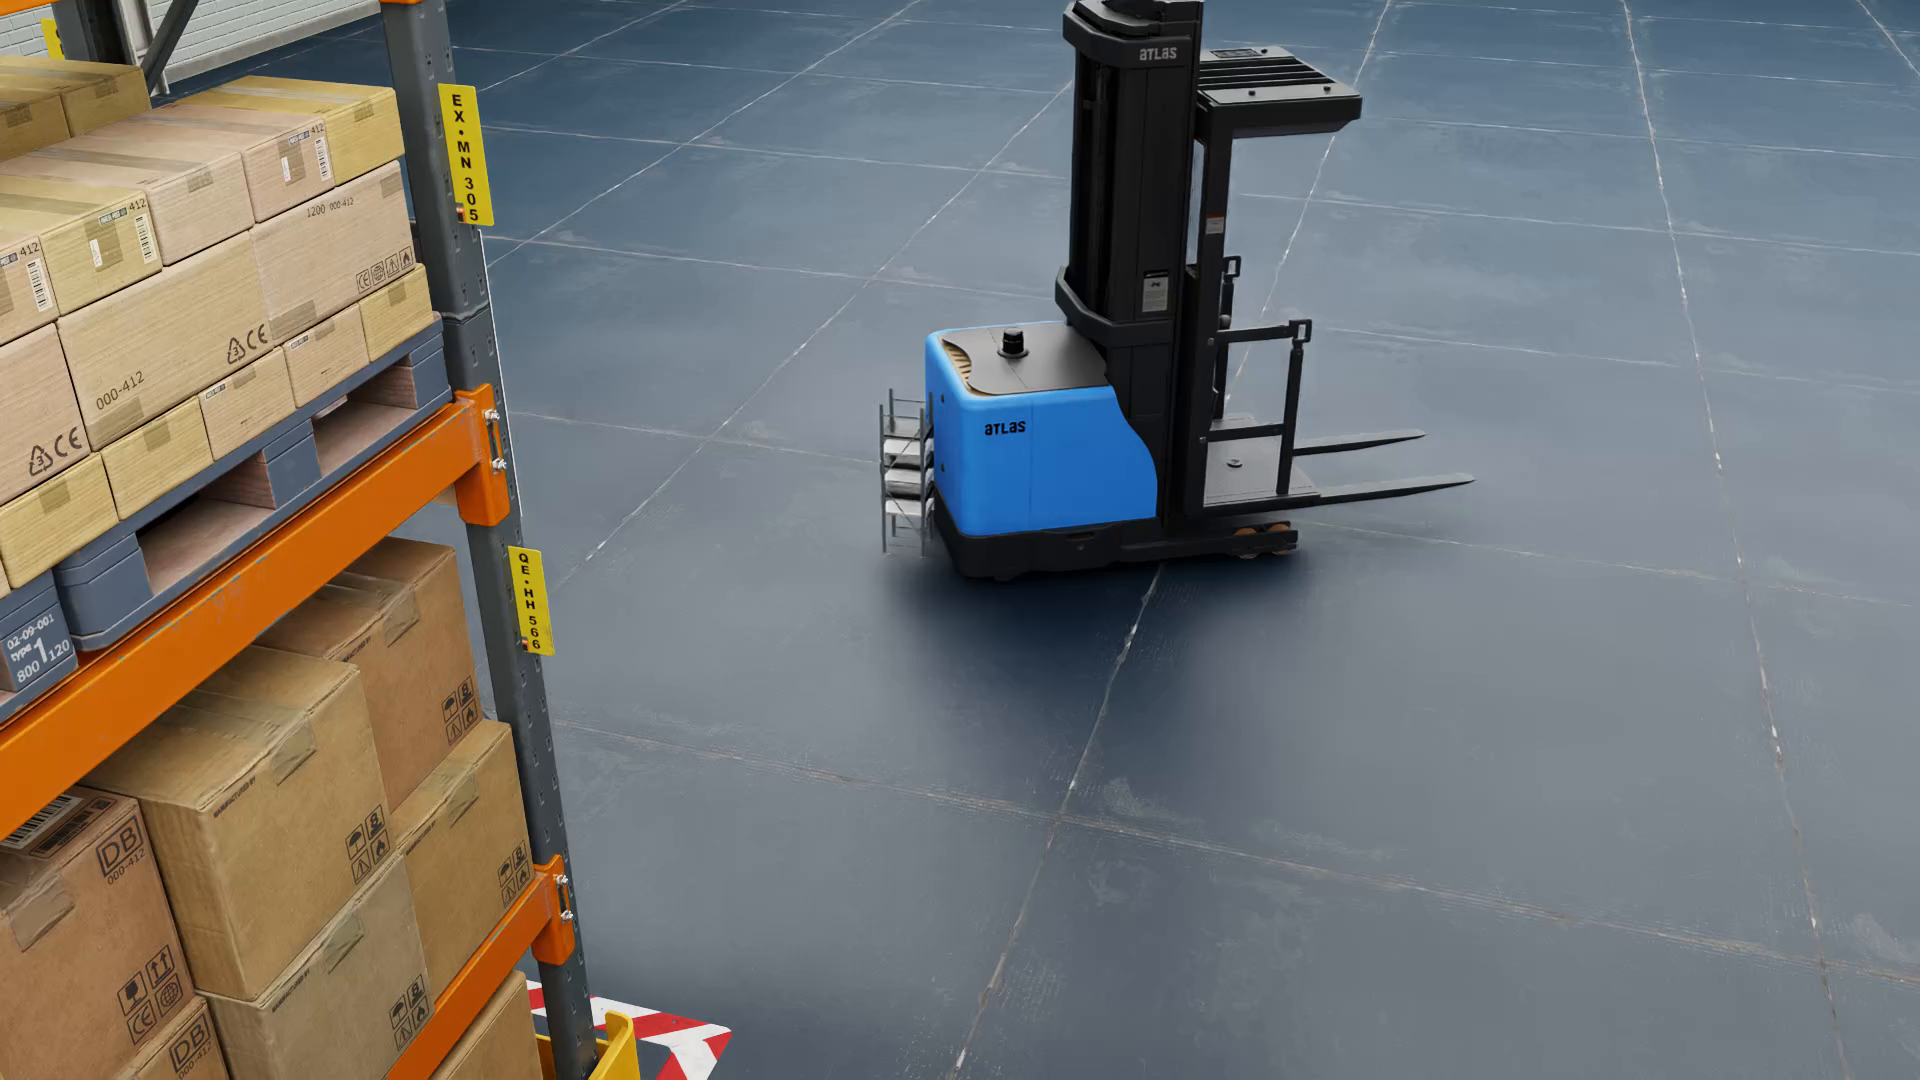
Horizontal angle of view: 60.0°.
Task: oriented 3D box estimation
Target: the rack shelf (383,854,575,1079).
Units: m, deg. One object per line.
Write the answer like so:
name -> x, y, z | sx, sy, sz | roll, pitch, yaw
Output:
rack shelf -> -2.246, 1.934, 3.427 | 1.077, 0.370, 4.000 | 8, 30, 15

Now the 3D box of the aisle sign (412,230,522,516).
aisle sign -> -1.352, -0.436, 4.273 | 0.394, 0.787, 0.004 | 8, 30, 15

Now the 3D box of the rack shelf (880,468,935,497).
rack shelf -> -0.283, -0.323, 8.973 | 0.258, 0.077, 0.200 | 6, 30, 11

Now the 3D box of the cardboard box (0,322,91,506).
cardboard box -> -1.832, -0.179, 2.714 | 0.500, 0.250, 0.500 | 8, 30, 15

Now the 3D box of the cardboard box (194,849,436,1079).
cardboard box -> -1.865, 1.063, 4.100 | 0.875, 0.550, 0.550 | 8, 30, 15

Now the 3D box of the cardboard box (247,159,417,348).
cardboard box -> -1.536, -0.645, 3.551 | 0.500, 0.250, 0.500 | 9, 30, 16

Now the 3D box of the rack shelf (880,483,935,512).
rack shelf -> -0.283, -0.244, 9.017 | 0.258, 0.077, 0.200 | 6, 30, 11

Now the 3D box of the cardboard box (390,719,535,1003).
cardboard box -> -1.725, 0.804, 4.565 | 0.875, 0.550, 0.550 | 8, 30, 15

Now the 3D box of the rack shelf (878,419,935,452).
rack shelf -> -0.283, -0.559, 8.842 | 0.258, 0.077, 0.200 | 6, 30, 11

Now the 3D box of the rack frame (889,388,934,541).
rack frame -> -0.261, -0.400, 9.043 | 0.240, 0.900, 0.006 | 6, 30, 11

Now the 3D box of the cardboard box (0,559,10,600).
cardboard box -> -1.806, 0.056, 2.703 | 0.380, 0.149, 0.250 | 9, 30, 15

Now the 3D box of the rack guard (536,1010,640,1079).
rack guard -> -1.652, 1.772, 5.551 | 1.175, 0.500, 0.348 | 8, 30, 15

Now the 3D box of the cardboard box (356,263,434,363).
cardboard box -> -1.433, -0.535, 3.764 | 0.380, 0.149, 0.250 | 8, 30, 15

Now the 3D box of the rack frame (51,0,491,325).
rack frame -> -1.659, -1.931, 3.465 | 1.000, 3.000, 0.127 | 8, 30, 15

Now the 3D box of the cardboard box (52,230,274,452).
cardboard box -> -1.683, -0.412, 3.133 | 0.500, 0.250, 0.500 | 9, 30, 15

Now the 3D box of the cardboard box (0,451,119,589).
cardboard box -> -1.732, -0.062, 2.913 | 0.380, 0.149, 0.250 | 8, 30, 14

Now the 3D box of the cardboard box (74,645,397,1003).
cardboard box -> -1.878, 0.589, 3.841 | 0.875, 0.550, 0.550 | 8, 30, 15

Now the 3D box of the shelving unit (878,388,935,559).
shelving unit -> -0.283, -0.352, 8.957 | 0.258, 0.900, 0.210 | 6, 30, 11

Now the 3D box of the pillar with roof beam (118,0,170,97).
pillar with roof beam -> -4.595, -8.064, 14.490 | 9.100, 9.000, 0.400 | 8, 30, 15

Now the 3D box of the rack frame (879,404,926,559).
rack frame -> -0.305, -0.304, 8.870 | 0.240, 0.900, 0.006 | 6, 30, 11

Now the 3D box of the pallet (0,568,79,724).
pallet -> -2.223, 0.334, 2.571 | 1.003, 0.211, 1.213 | 8, 30, 15

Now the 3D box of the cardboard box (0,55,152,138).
cardboard box -> -2.061, -0.976, 3.738 | 0.380, 0.149, 0.250 | 9, 30, 15

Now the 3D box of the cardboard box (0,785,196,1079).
cardboard box -> -2.173, 0.830, 3.408 | 0.875, 0.550, 0.550 | 8, 30, 15

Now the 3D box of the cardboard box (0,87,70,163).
cardboard box -> -2.136, -0.860, 3.528 | 0.380, 0.149, 0.250 | 9, 30, 15

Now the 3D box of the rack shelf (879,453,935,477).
rack shelf -> -0.283, -0.401, 8.929 | 0.258, 0.077, 0.200 | 6, 30, 11

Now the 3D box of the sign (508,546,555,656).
sign -> -1.145, 0.165, 4.433 | 0.100, 0.325, 0.005 | 8, 30, 15

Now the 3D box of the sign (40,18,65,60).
sign -> -2.188, -1.119, 4.110 | 0.100, 0.325, 0.005 | 8, 30, 15

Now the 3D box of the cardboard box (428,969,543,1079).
cardboard box -> -1.795, 1.760, 4.754 | 0.875, 0.875, 0.875 | 9, 30, 15

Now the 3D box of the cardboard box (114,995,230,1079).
cardboard box -> -2.150, 1.305, 3.664 | 0.875, 0.550, 0.550 | 8, 30, 15

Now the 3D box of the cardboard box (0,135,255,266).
cardboard box -> -1.584, -0.646, 3.144 | 0.380, 0.149, 0.250 | 9, 30, 16

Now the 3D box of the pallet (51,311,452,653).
pallet -> -1.867, -0.235, 3.593 | 1.003, 0.211, 1.213 | 8, 30, 15

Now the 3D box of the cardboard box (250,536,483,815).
cardboard box -> -1.805, 0.320, 4.324 | 0.875, 0.550, 0.550 | 8, 30, 15

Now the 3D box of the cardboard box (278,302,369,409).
cardboard box -> -1.508, -0.418, 3.554 | 0.380, 0.149, 0.250 | 9, 30, 15

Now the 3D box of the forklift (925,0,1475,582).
forklift -> 1.367, -1.421, 8.789 | 3.031, 2.935, 1.130 | -6, 30, -11

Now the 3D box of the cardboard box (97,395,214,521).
cardboard box -> -1.657, -0.181, 3.128 | 0.380, 0.149, 0.250 | 9, 30, 15

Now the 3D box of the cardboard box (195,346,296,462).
cardboard box -> -1.582, -0.298, 3.339 | 0.380, 0.149, 0.250 | 9, 30, 16

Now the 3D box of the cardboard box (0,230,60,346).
cardboard box -> -1.733, -0.410, 2.719 | 0.380, 0.149, 0.250 | 9, 30, 15

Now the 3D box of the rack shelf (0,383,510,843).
rack shelf -> -2.246, 0.624, 2.698 | 1.077, 0.370, 4.000 | 8, 30, 15

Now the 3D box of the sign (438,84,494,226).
sign -> -1.145, -0.889, 3.847 | 0.100, 0.325, 0.005 | 8, 30, 15

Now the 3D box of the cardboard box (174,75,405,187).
cardboard box -> -1.434, -0.881, 3.566 | 0.380, 0.149, 0.250 | 9, 30, 15

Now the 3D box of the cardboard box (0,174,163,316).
cardboard box -> -1.658, -0.526, 2.927 | 0.380, 0.149, 0.250 | 9, 30, 16

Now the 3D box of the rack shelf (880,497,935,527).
rack shelf -> -0.283, -0.165, 9.060 | 0.258, 0.077, 0.200 | 6, 30, 11

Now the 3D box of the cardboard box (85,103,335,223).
cardboard box -> -1.508, -0.765, 3.358 | 0.380, 0.149, 0.250 | 9, 30, 15

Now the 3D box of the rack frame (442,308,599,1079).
rack frame -> -1.659, 0.691, 4.923 | 1.000, 3.000, 0.127 | 8, 30, 15

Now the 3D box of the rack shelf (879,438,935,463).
rack shelf -> -0.283, -0.480, 8.885 | 0.258, 0.077, 0.200 | 6, 30, 11
